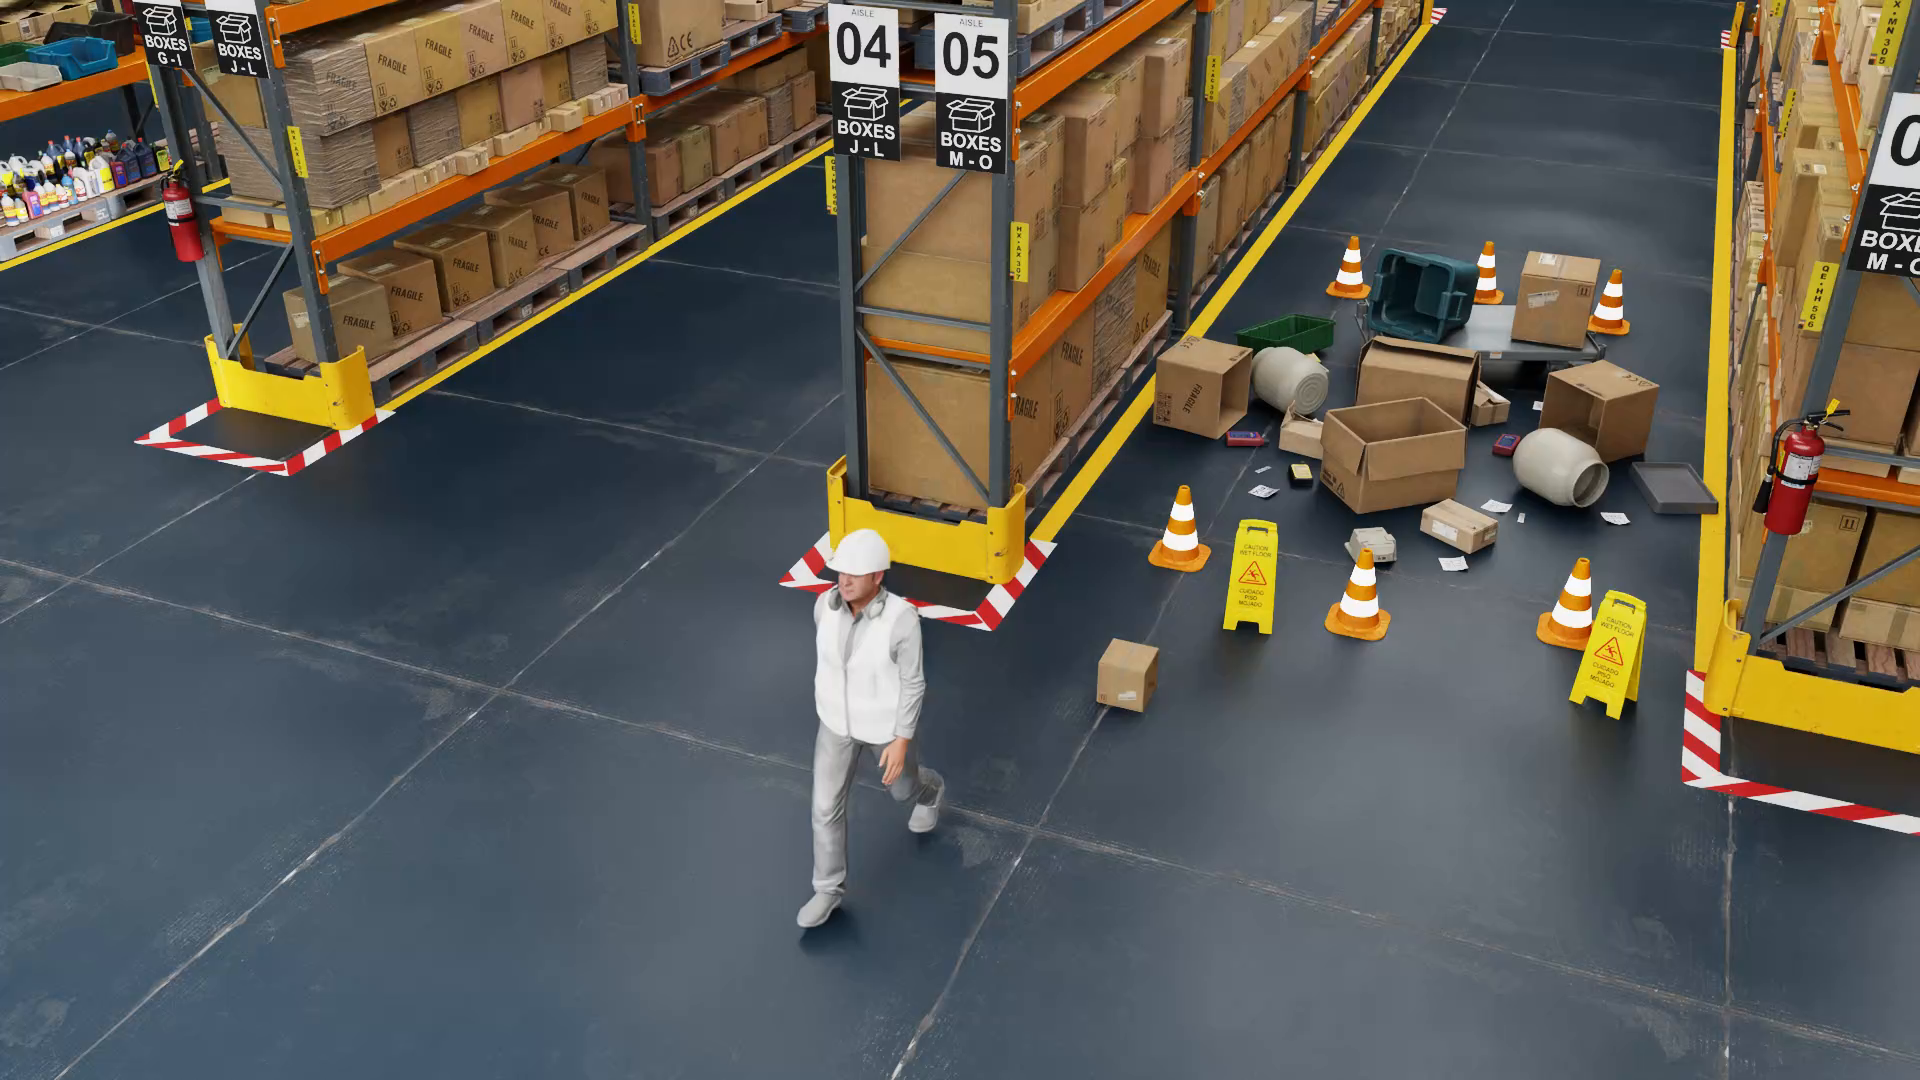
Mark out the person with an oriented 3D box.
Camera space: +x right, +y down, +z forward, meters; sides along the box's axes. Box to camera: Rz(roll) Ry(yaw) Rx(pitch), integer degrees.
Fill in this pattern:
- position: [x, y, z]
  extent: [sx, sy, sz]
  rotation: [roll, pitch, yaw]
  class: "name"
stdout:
- position: [-0.384, 0.739, 7.063]
  extent: [0.549, 1.733, 1.018]
  rotation: [11, 31, 19]
  class: "person"
